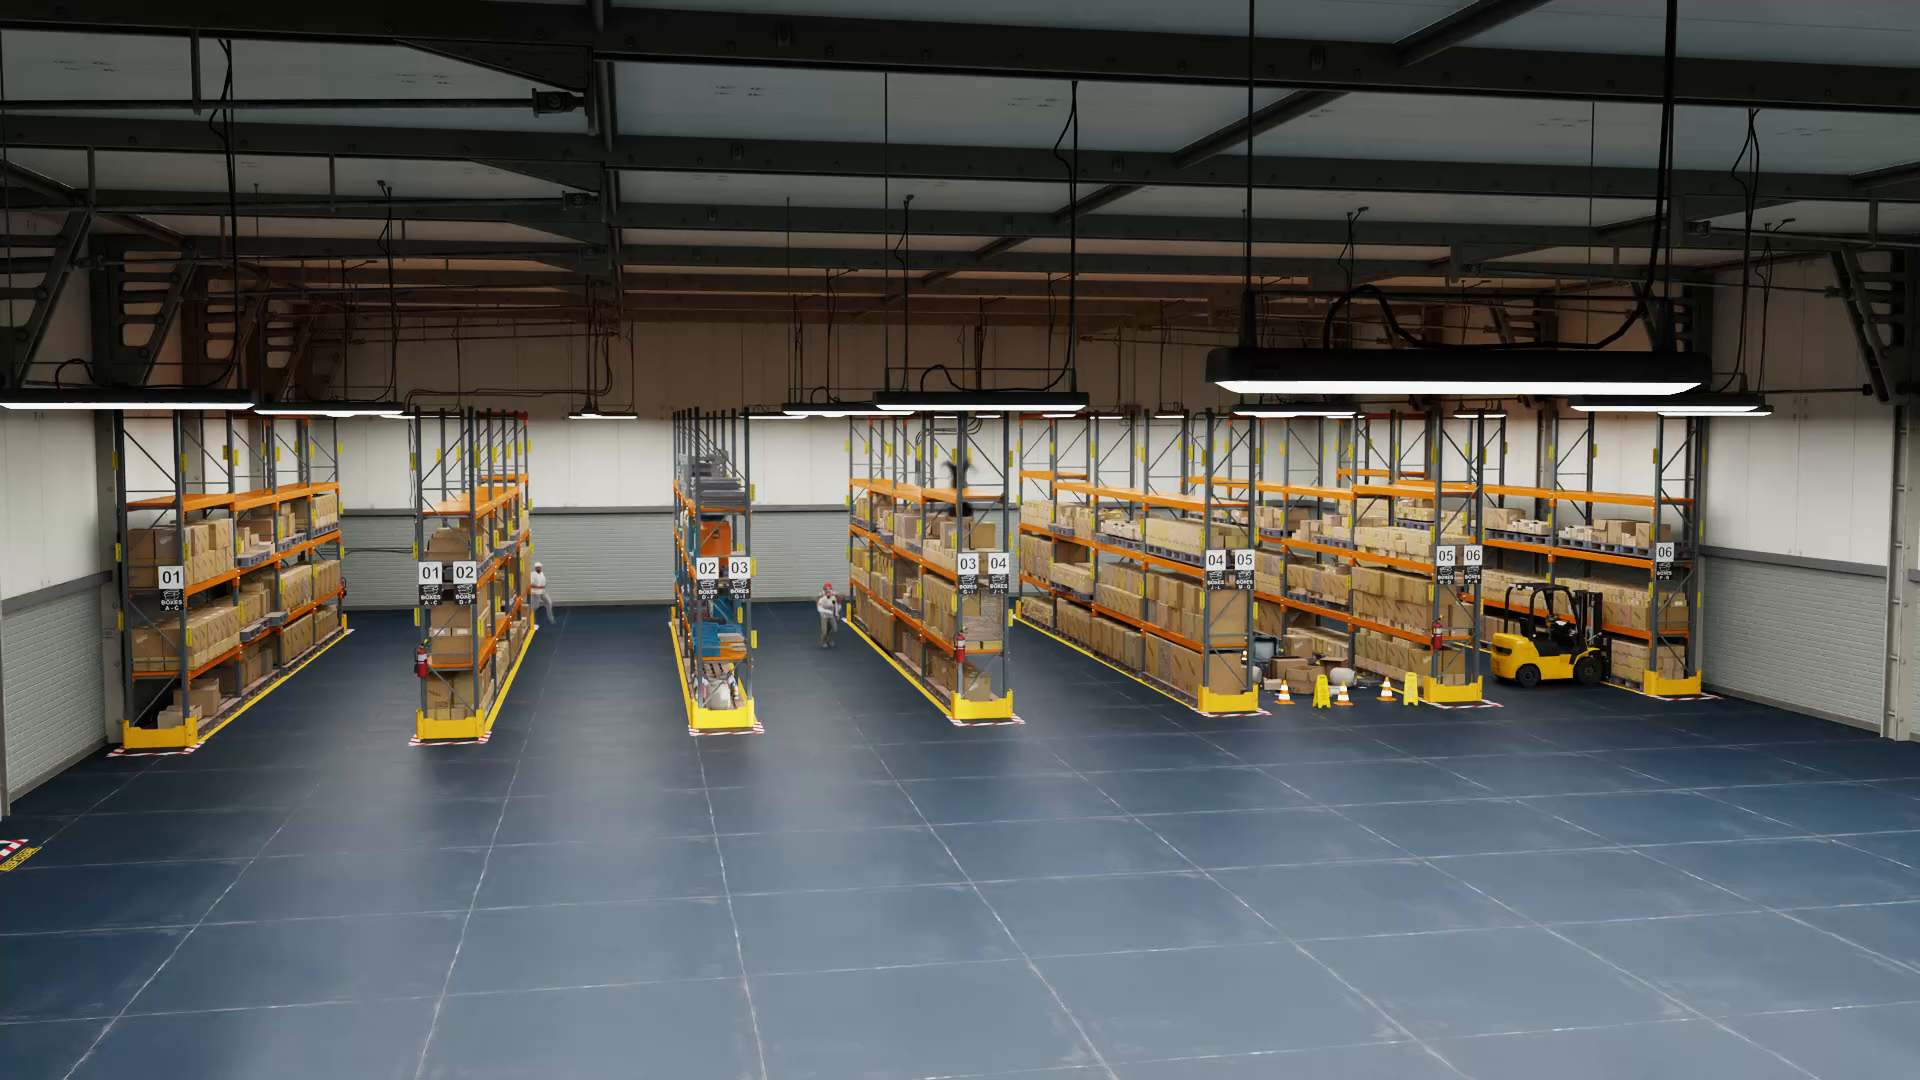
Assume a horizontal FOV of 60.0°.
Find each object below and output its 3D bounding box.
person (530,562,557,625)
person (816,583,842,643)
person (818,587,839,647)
[{"bbox_3d":[-11.872,1.515,46.903,0.866,1.797,0.701,2,4,22],"label":"person"},{"bbox_3d":[-3.368,1.882,42.861,0.686,1.605,0.858,0,4,-7],"label":"person"},{"bbox_3d":[-3.323,1.950,41.984,0.604,1.576,0.809,-2,4,-21],"label":"person"}]
